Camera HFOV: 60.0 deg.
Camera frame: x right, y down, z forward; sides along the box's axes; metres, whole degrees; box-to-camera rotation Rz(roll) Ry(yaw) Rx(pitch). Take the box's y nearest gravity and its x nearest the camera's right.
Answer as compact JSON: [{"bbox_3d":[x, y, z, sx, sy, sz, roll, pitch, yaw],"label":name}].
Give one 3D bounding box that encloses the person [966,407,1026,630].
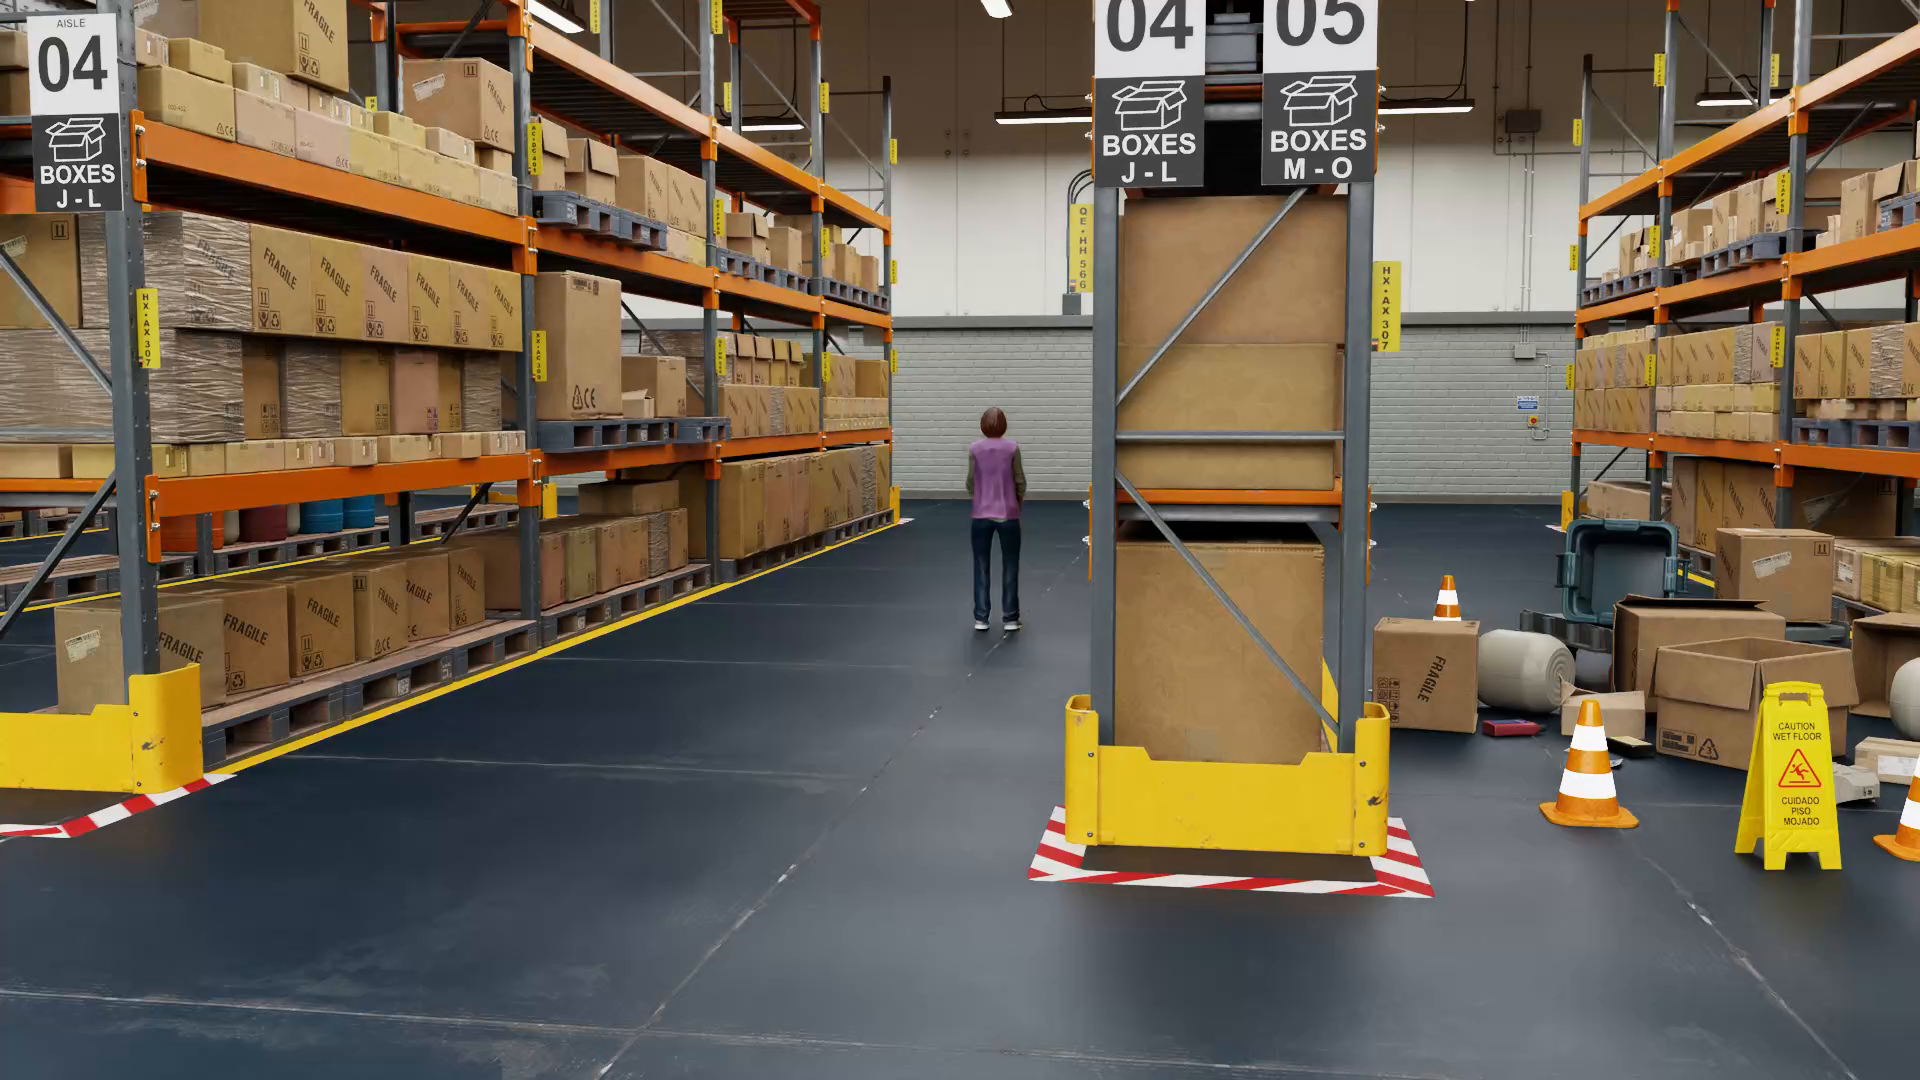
[{"bbox_3d":[0.264,-0.157,11.996,0.438,1.602,0.471,1,5,8],"label":"person"}]
